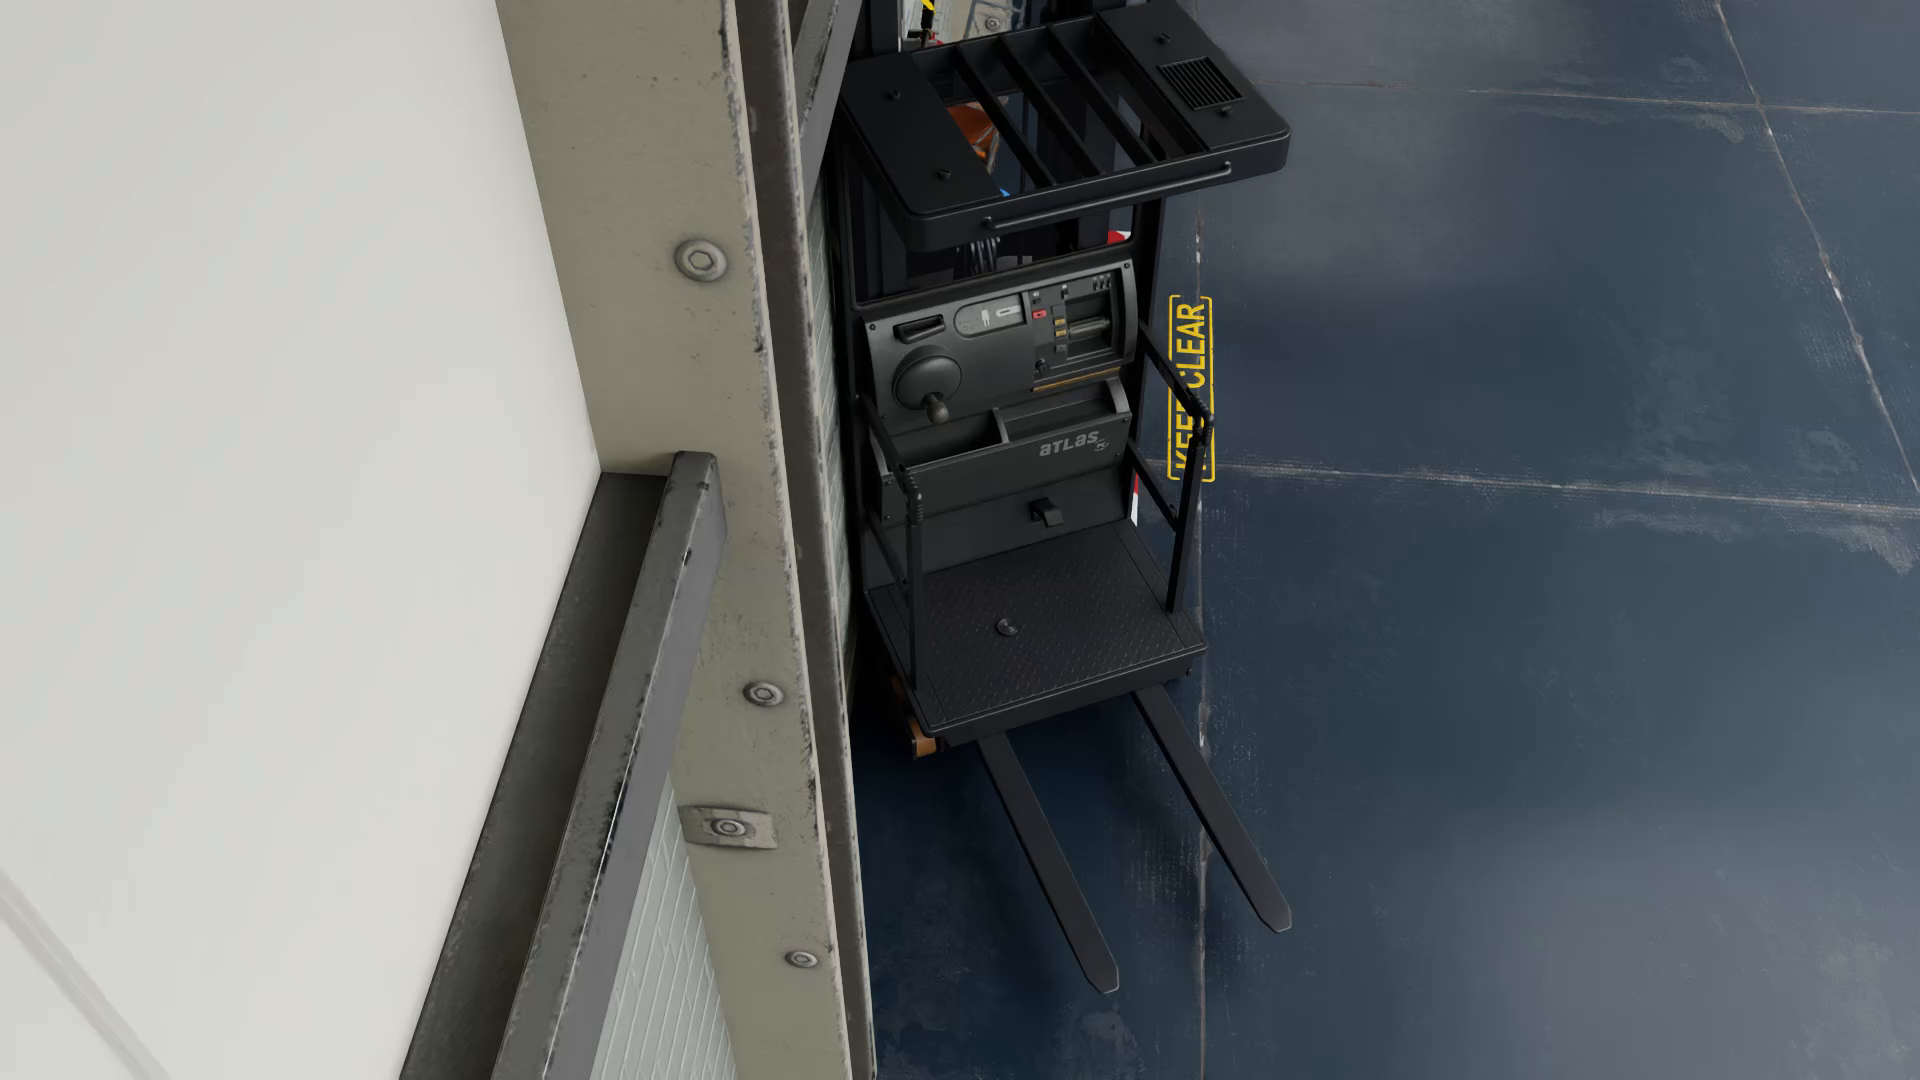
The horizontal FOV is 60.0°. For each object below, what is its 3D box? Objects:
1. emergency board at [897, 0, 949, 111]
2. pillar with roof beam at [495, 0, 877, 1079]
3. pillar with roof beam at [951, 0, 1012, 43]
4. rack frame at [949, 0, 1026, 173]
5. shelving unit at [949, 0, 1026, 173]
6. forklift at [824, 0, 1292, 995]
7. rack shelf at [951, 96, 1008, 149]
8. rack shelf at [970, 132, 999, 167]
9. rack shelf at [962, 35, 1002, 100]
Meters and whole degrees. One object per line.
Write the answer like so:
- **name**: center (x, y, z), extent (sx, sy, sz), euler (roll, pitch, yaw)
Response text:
- **emergency board**: center (-0.150, -1.808, 6.397), extent (0.194, 1.169, 0.643), euler (4, 48, 4)
- **pillar with roof beam**: center (3.854, -0.948, 1.545), extent (9.100, 9.000, 0.400), euler (4, 48, 4)
- **pillar with roof beam**: center (4.401, -5.357, 5.577), extent (9.100, 9.000, 0.400), euler (4, 48, 4)
- **rack frame**: center (0.069, -1.882, 7.217), extent (0.240, 0.015, 1.200), euler (13, 73, -3)
- **shelving unit**: center (0.043, -1.815, 7.450), extent (0.258, 0.503, 1.200), euler (13, 73, -3)
- **forklift**: center (0.222, -0.554, 5.297), extent (1.130, 2.935, 3.031), euler (-16, 49, -14)
- **rack shelf**: center (0.057, -1.878, 7.470), extent (0.258, 0.480, 0.148), euler (13, 73, -3)
- **rack shelf**: center (0.012, -1.669, 7.405), extent (0.258, 0.480, 0.148), euler (13, 73, -3)
- **rack shelf**: center (0.096, -2.064, 7.527), extent (0.258, 0.480, 0.148), euler (13, 73, -3)
